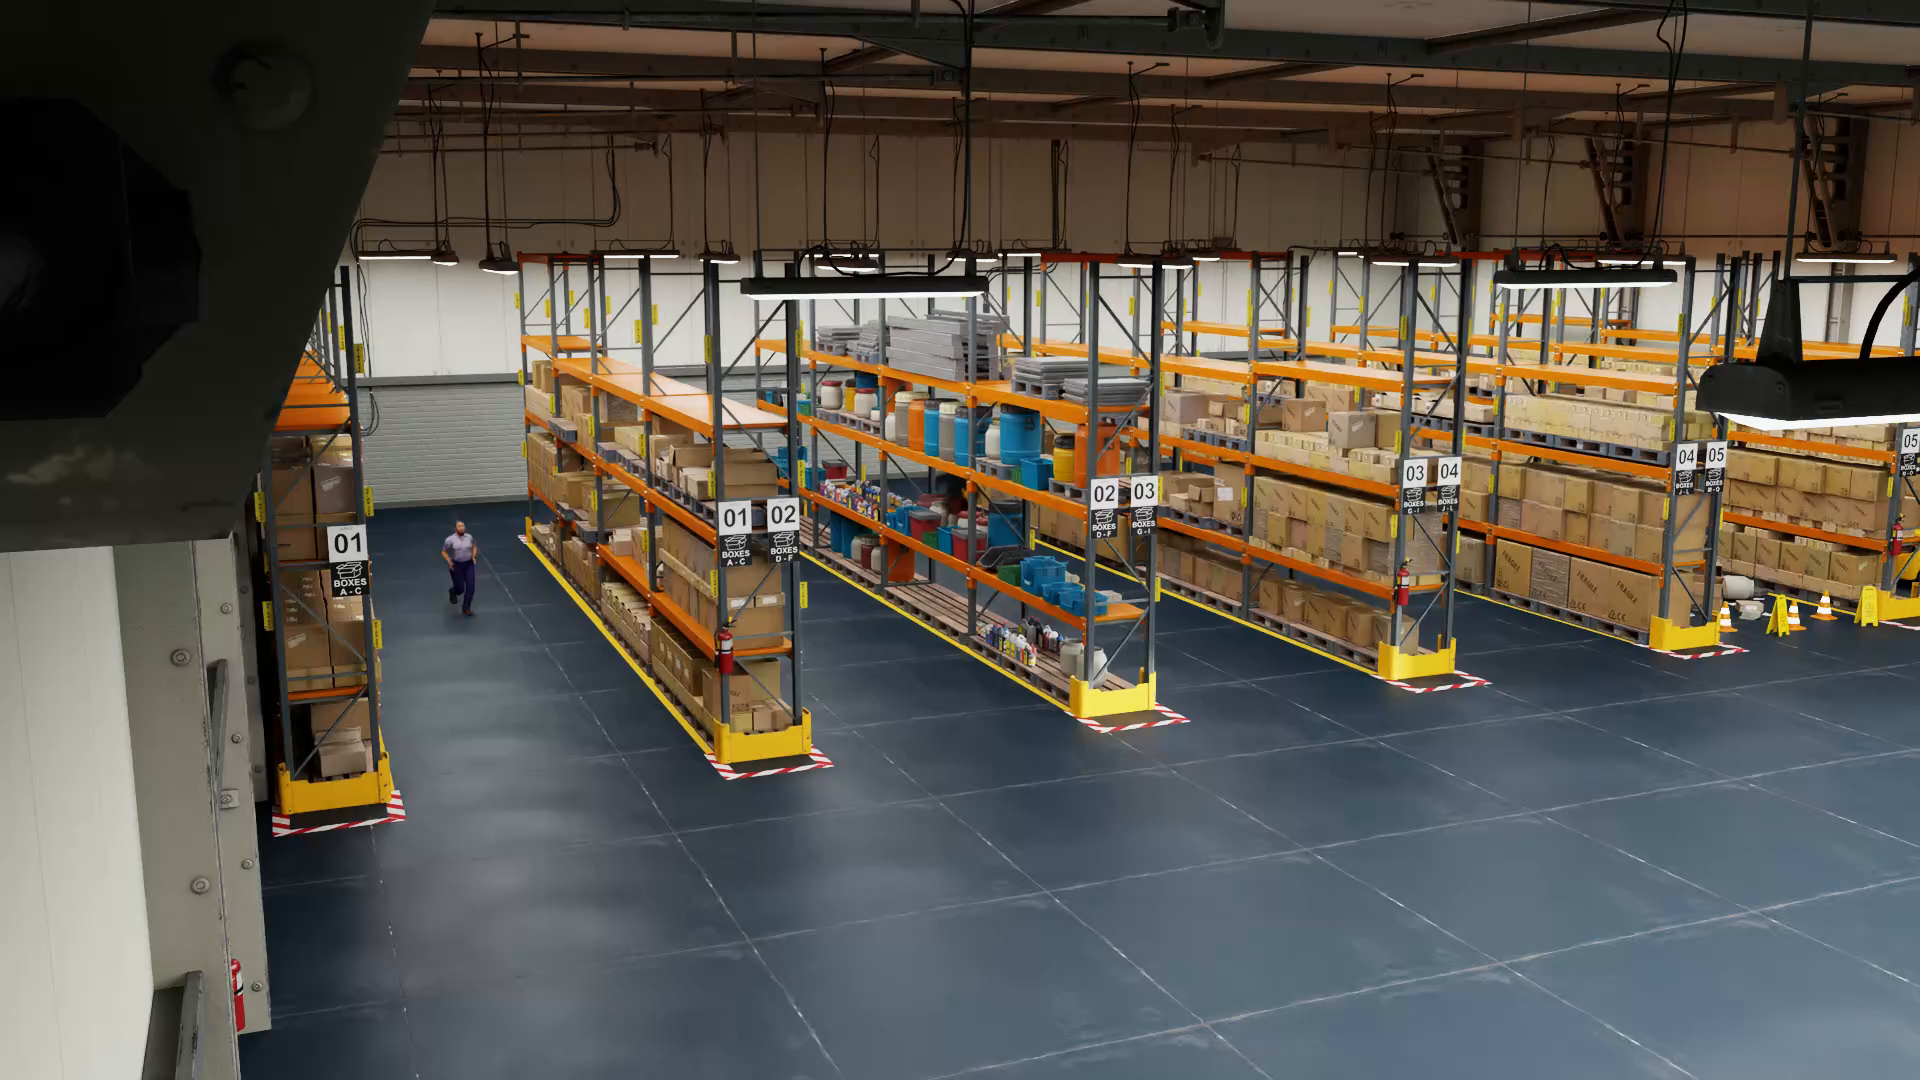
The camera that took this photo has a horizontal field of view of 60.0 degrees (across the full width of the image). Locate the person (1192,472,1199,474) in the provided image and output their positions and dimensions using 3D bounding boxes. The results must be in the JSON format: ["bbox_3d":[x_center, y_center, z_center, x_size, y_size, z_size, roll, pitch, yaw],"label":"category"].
[{"bbox_3d":[4.786,-0.574,33.654,0.598,1.626,0.571,-5,11,-24],"label":"person"}]

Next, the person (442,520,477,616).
[{"bbox_3d":[-8.439,0.456,28.142,0.608,1.608,0.607,-7,13,-35],"label":"person"}]
